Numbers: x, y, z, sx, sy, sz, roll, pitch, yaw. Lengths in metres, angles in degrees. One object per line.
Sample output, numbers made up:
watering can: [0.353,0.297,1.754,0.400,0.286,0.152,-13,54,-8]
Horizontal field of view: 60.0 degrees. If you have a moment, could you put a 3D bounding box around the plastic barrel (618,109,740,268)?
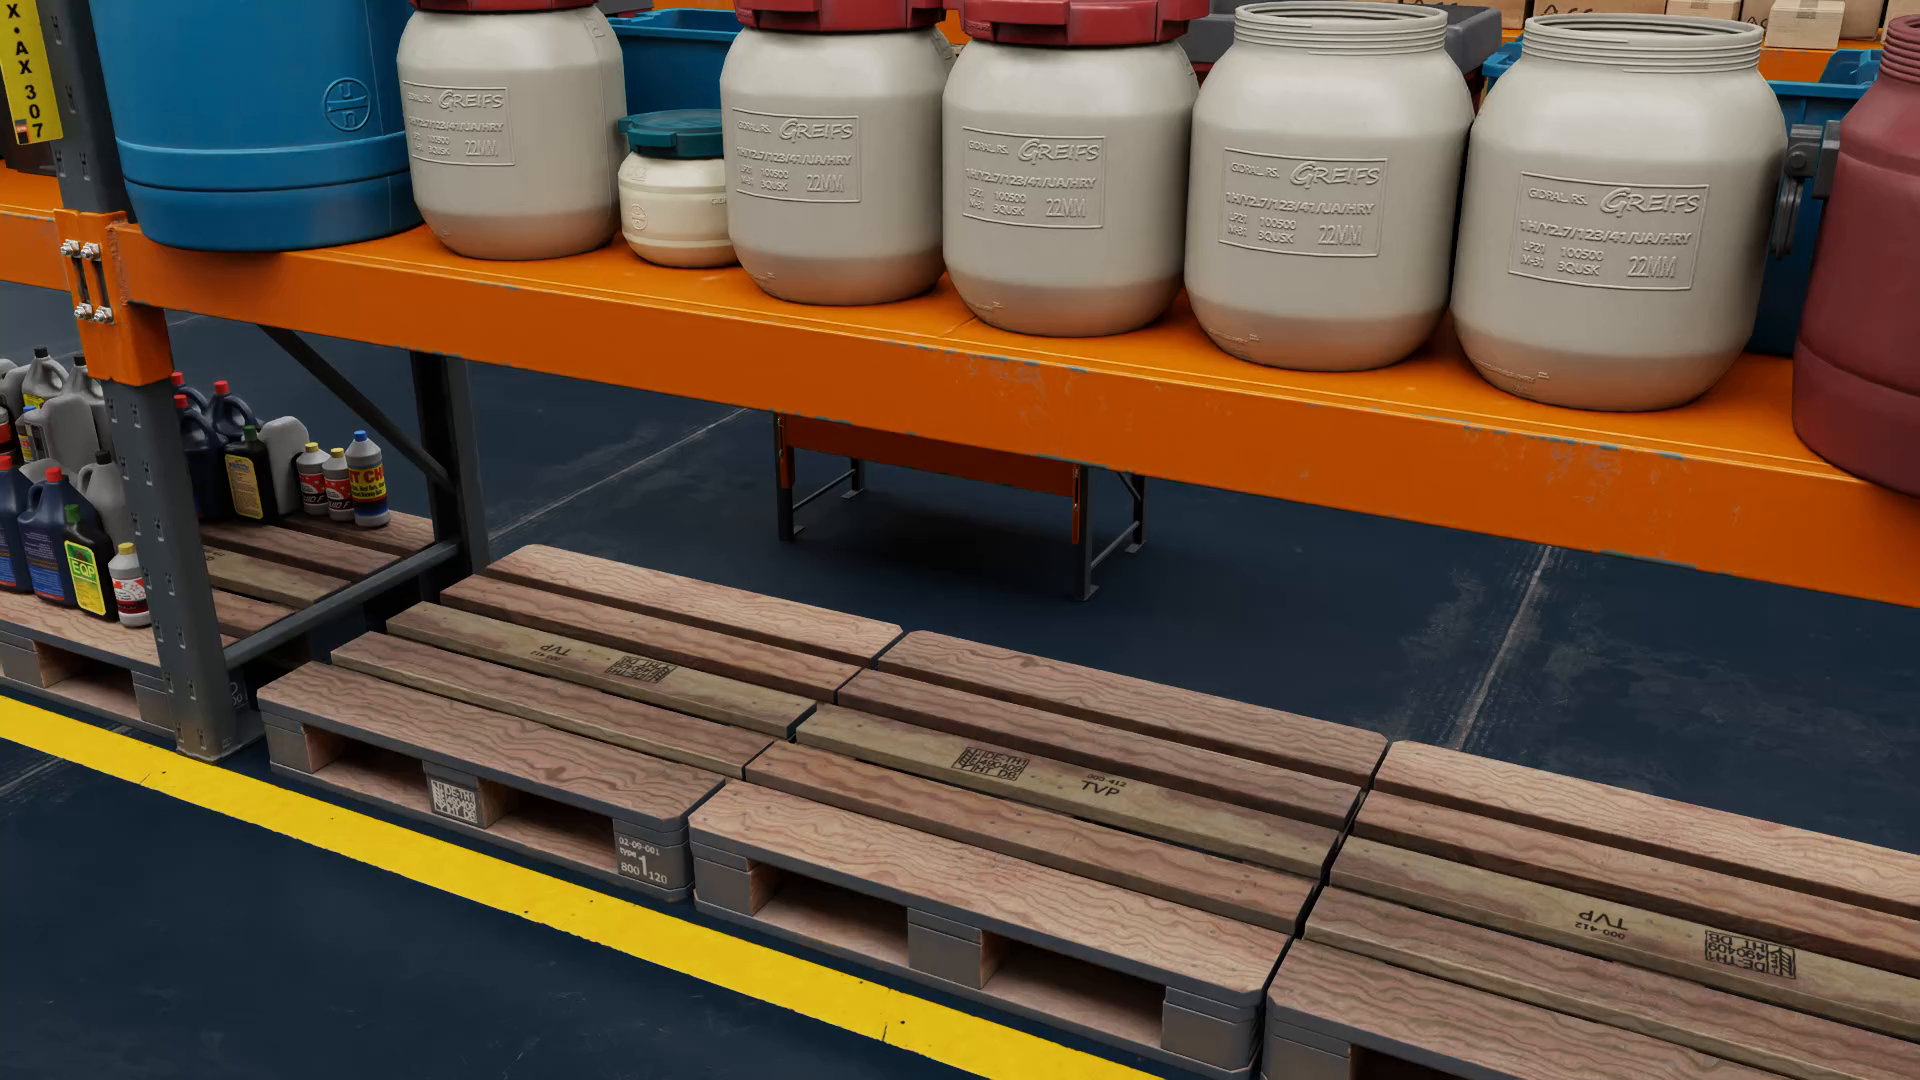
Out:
plastic barrel: [-0.502,-0.673,3.177,0.301,0.262,0.301,0,23,0]

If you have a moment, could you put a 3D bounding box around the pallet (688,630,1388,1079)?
pallet: [0.197,0.599,3.572,1.213,0.211,1.003,11,25,25]

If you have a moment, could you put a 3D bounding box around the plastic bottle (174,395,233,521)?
plastic bottle: [-2.212,-0.245,4.816,0.185,0.351,0.144,11,25,25]

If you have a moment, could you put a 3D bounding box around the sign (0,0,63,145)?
sign: [-1.872,-0.961,3.324,0.005,0.325,0.100,11,25,25]

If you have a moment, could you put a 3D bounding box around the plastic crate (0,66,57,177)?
plastic crate: [-2.024,-1.133,4.160,0.504,0.338,0.767,11,25,25]

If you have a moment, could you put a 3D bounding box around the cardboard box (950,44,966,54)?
cardboard box: [-0.137,-4.002,13.702,0.500,0.311,0.500,8,24,19]

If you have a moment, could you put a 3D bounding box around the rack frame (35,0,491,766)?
rack frame: [-1.614,-1.024,3.826,0.127,3.000,1.000,11,25,25]

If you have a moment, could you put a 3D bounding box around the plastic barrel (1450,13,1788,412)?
plastic barrel: [0.941,-0.476,2.395,0.421,0.512,0.421,0,23,0]

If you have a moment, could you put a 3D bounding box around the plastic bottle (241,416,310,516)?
plastic bottle: [-2.002,-0.230,4.877,0.135,0.276,0.152,12,26,26]

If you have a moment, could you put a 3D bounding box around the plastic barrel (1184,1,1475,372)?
plastic barrel: [0.565,-0.551,2.570,0.421,0.512,0.421,0,23,0]

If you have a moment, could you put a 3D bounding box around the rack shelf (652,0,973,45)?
rack shelf: [-1.161,-2.776,8.863,4.000,0.370,1.077,11,25,25]

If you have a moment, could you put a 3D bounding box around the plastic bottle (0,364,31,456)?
plastic bottle: [-3.011,-0.430,5.346,0.135,0.276,0.152,10,25,23]

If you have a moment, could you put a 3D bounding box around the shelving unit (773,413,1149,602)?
shelving unit: [0.006,-0.516,5.027,1.048,1.125,0.538,11,25,25]

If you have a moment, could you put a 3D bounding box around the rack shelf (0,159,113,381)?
rack shelf: [-3.399,-1.046,4.797,4.000,0.370,1.077,11,25,25]

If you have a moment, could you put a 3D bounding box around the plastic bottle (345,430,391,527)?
plastic bottle: [-1.701,-0.181,4.766,0.097,0.271,0.097,0,23,0]

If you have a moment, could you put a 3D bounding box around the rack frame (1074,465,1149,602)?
rack frame: [0.460,-0.427,4.816,0.032,1.125,0.500,11,25,25]

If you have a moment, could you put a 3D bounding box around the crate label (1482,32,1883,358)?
crate label: [1.191,-0.604,2.793,0.616,0.435,0.502,11,25,25]

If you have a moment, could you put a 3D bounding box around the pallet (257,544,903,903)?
pallet: [-0.896,0.384,4.077,1.213,0.211,1.003,11,25,25]

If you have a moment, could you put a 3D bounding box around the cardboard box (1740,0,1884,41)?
cardboard box: [3.483,-2.232,6.779,0.500,0.311,0.500,11,25,24]

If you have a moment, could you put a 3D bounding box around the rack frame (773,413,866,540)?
rack frame: [-0.448,-0.606,5.238,0.032,1.125,0.500,11,25,25]

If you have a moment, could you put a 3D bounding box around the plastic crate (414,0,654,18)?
plastic crate: [-1.044,-1.075,3.863,0.583,0.464,0.402,11,25,25]

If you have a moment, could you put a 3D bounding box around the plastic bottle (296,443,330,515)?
plastic bottle: [-1.882,-0.184,4.864,0.097,0.201,0.097,0,23,0]

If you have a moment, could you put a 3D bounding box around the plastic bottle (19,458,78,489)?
plastic bottle: [-2.446,-0.076,4.515,0.135,0.276,0.152,11,25,25]

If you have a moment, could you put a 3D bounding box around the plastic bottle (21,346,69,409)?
plastic bottle: [-2.861,-0.436,5.266,0.185,0.351,0.144,12,26,27]

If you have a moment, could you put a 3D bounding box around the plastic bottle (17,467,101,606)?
plastic bottle: [-2.319,-0.021,4.289,0.185,0.351,0.144,10,25,23]

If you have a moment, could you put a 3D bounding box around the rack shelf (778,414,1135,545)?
rack shelf: [0.006,-0.291,5.123,1.000,0.278,0.538,11,25,25]

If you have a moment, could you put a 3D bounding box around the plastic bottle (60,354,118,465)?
plastic bottle: [-2.695,-0.404,5.189,0.185,0.351,0.144,11,25,24]

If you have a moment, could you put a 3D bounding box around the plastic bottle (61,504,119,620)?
plastic bottle: [-2.192,0.054,4.200,0.133,0.283,0.061,13,26,27]

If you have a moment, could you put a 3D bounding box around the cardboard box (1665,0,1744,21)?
cardboard box: [3.030,-2.137,6.764,0.250,0.149,0.380,13,26,28]

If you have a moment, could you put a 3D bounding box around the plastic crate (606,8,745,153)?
plastic crate: [-0.489,-0.931,3.626,0.575,0.384,0.392,11,25,25]

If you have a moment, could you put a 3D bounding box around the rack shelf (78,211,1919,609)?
rack shelf: [0.171,-0.340,3.136,4.000,0.370,1.077,11,25,25]

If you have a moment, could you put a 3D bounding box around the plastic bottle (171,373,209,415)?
plastic bottle: [-2.316,-0.329,5.012,0.185,0.351,0.144,10,25,22]

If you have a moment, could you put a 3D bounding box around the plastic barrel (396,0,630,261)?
plastic barrel: [-0.859,-0.841,3.222,0.433,0.535,0.433,0,23,0]

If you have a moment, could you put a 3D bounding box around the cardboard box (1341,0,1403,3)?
cardboard box: [1.772,-2.565,7.321,0.500,0.500,0.500,13,26,28]

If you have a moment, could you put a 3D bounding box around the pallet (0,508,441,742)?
pallet: [-2.195,0.126,4.684,1.213,0.211,1.003,11,25,25]

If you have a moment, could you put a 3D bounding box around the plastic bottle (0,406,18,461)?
plastic bottle: [-3.050,-0.349,5.251,0.097,0.201,0.097,0,23,0]

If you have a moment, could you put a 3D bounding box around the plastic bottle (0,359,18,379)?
plastic bottle: [-3.134,-0.454,5.404,0.135,0.276,0.152,11,26,25]

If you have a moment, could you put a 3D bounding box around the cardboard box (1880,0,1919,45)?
cardboard box: [3.889,-2.086,6.436,0.500,0.311,0.500,13,26,28]

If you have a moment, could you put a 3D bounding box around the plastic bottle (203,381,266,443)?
plastic bottle: [-2.147,-0.295,4.934,0.185,0.351,0.144,12,26,26]

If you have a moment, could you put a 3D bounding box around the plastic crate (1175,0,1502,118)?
plastic crate: [0.652,-0.740,3.075,0.583,0.464,0.402,11,25,25]

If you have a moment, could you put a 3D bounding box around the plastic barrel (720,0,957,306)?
plastic barrel: [-0.204,-0.712,2.917,0.433,0.535,0.433,0,23,0]

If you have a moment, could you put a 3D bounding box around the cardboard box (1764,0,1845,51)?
cardboard box: [3.267,-1.994,6.427,0.250,0.149,0.380,11,25,25]

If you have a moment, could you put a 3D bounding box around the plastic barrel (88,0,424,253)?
plastic barrel: [-1.406,-1.081,3.318,0.708,0.901,0.600,11,25,25]

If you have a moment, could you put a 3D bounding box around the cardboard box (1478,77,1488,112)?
cardboard box: [4.004,-3.339,11.900,0.500,0.500,0.700,11,25,24]

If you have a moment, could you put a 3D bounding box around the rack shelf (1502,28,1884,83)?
rack shelf: [2.409,-2.069,7.202,4.000,0.370,1.077,11,25,25]

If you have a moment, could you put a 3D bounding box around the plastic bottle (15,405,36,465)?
plastic bottle: [-2.876,-0.318,5.178,0.097,0.201,0.097,0,23,0]

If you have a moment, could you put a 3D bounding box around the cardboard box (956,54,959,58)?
cardboard box: [-0.098,-2.303,8.852,0.500,0.500,0.500,11,25,25]

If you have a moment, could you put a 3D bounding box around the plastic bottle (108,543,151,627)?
plastic bottle: [-2.078,0.106,4.182,0.097,0.201,0.097,0,23,0]

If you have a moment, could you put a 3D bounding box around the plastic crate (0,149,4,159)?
plastic crate: [-2.724,-1.056,4.091,0.616,0.251,0.499,11,25,25]

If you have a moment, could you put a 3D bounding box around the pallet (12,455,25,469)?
pallet: [-3.287,-0.089,5.190,1.213,0.211,1.003,11,25,25]

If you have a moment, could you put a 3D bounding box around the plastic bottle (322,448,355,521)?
plastic bottle: [-1.791,-0.166,4.822,0.097,0.201,0.097,0,23,0]

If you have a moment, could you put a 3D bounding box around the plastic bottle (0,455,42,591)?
plastic bottle: [-2.490,-0.055,4.368,0.185,0.351,0.144,10,25,22]

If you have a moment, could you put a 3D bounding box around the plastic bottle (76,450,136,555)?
plastic bottle: [-2.254,-0.071,4.407,0.185,0.351,0.144,11,25,25]

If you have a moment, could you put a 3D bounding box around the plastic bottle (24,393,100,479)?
plastic bottle: [-2.739,-0.313,5.071,0.135,0.276,0.152,11,25,25]

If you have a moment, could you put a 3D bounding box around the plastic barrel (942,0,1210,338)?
plastic barrel: [0.182,-0.635,2.737,0.433,0.535,0.433,0,23,0]

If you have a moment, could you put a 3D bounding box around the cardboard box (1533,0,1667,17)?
cardboard box: [2.689,-2.384,6.895,0.500,0.500,0.500,10,25,22]

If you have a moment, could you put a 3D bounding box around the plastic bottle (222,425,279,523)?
plastic bottle: [-2.049,-0.196,4.788,0.133,0.283,0.061,11,25,25]

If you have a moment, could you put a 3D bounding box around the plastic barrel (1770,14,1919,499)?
plastic barrel: [1.405,-0.357,2.082,0.708,0.536,0.600,11,25,25]

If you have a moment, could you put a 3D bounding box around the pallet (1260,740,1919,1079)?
pallet: [1.282,0.815,3.064,1.213,0.211,1.003,11,25,25]

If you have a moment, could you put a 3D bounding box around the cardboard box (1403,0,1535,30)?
cardboard box: [2.219,-2.477,7.113,0.500,0.500,0.500,11,25,25]
